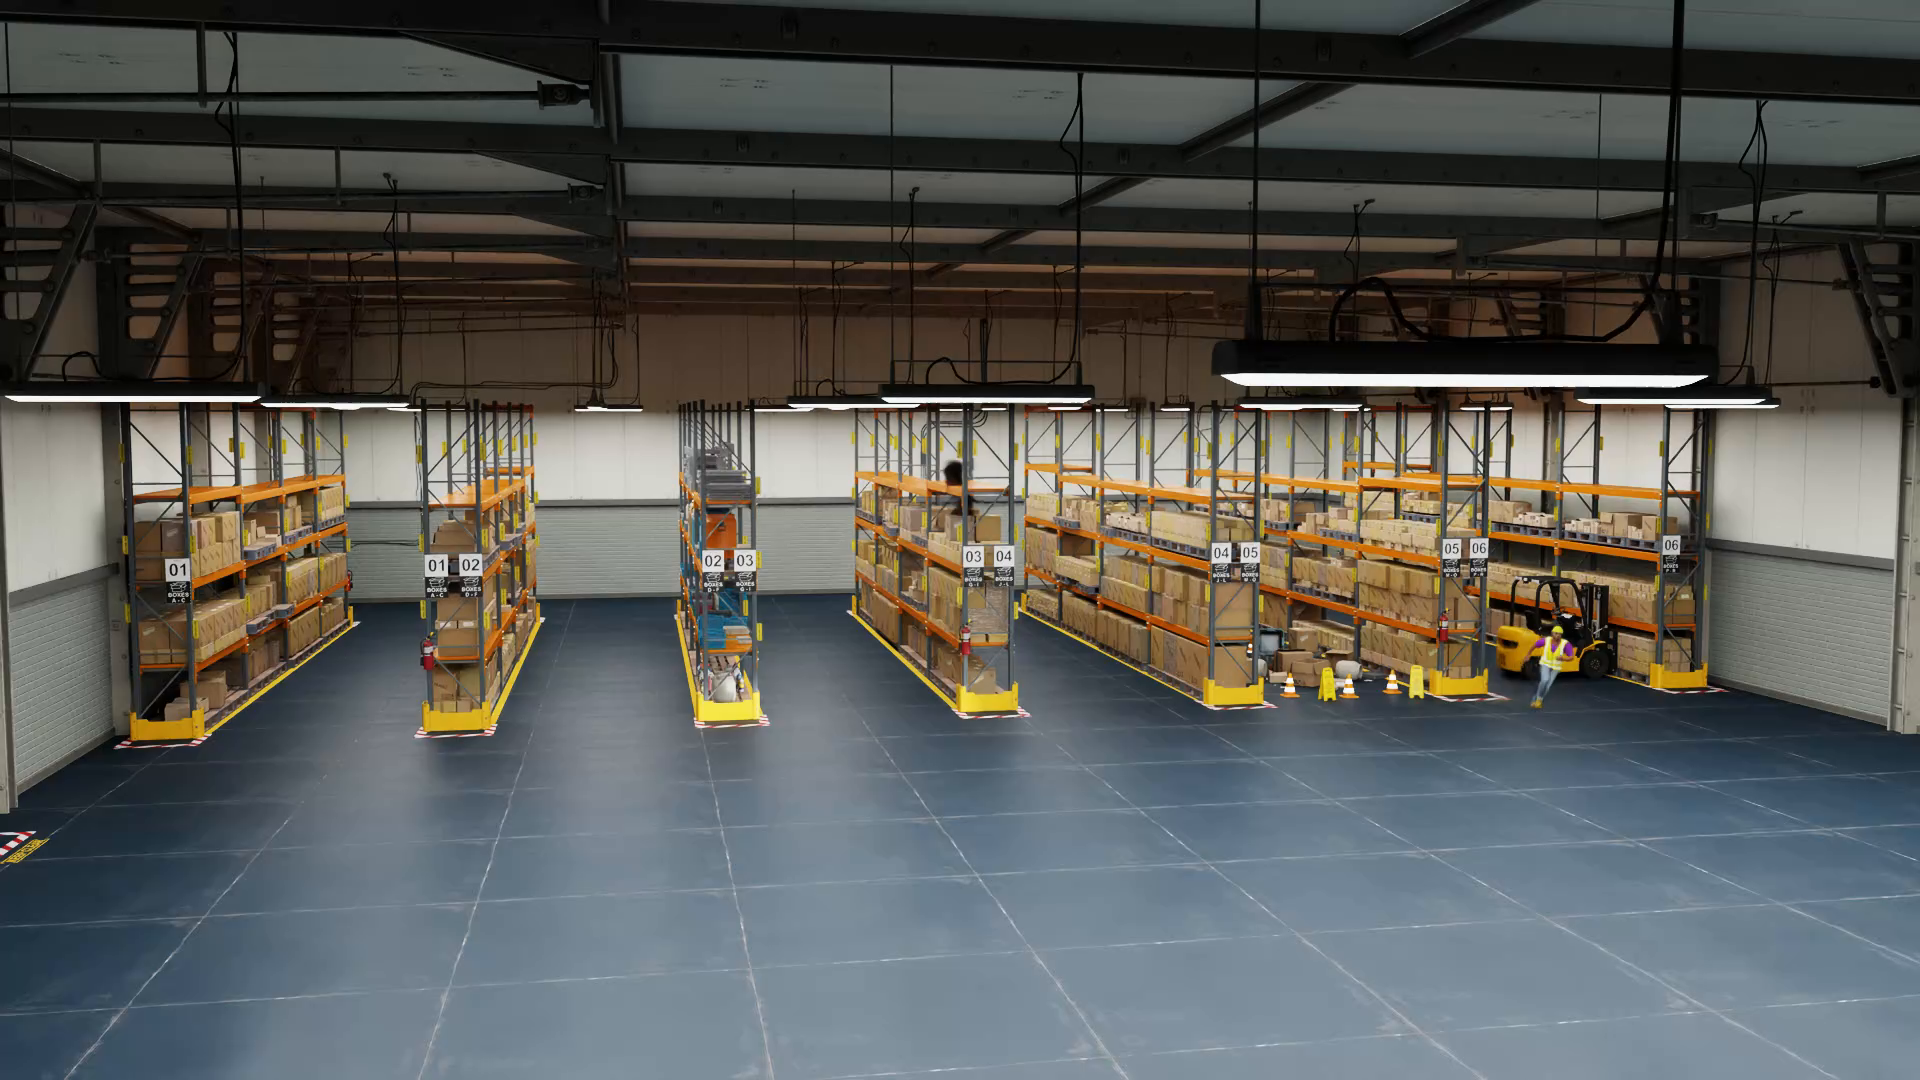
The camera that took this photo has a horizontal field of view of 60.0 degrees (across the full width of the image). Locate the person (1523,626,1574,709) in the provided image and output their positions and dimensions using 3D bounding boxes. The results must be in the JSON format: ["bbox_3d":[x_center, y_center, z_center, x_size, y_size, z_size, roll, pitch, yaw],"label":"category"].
[{"bbox_3d":[11.425,2.473,32.258,0.864,1.652,0.699,0,4,6],"label":"person"}]

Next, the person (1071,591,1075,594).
[{"bbox_3d":[3.659,0.985,51.192,0.860,1.847,0.641,-4,6,-44],"label":"person"}]
